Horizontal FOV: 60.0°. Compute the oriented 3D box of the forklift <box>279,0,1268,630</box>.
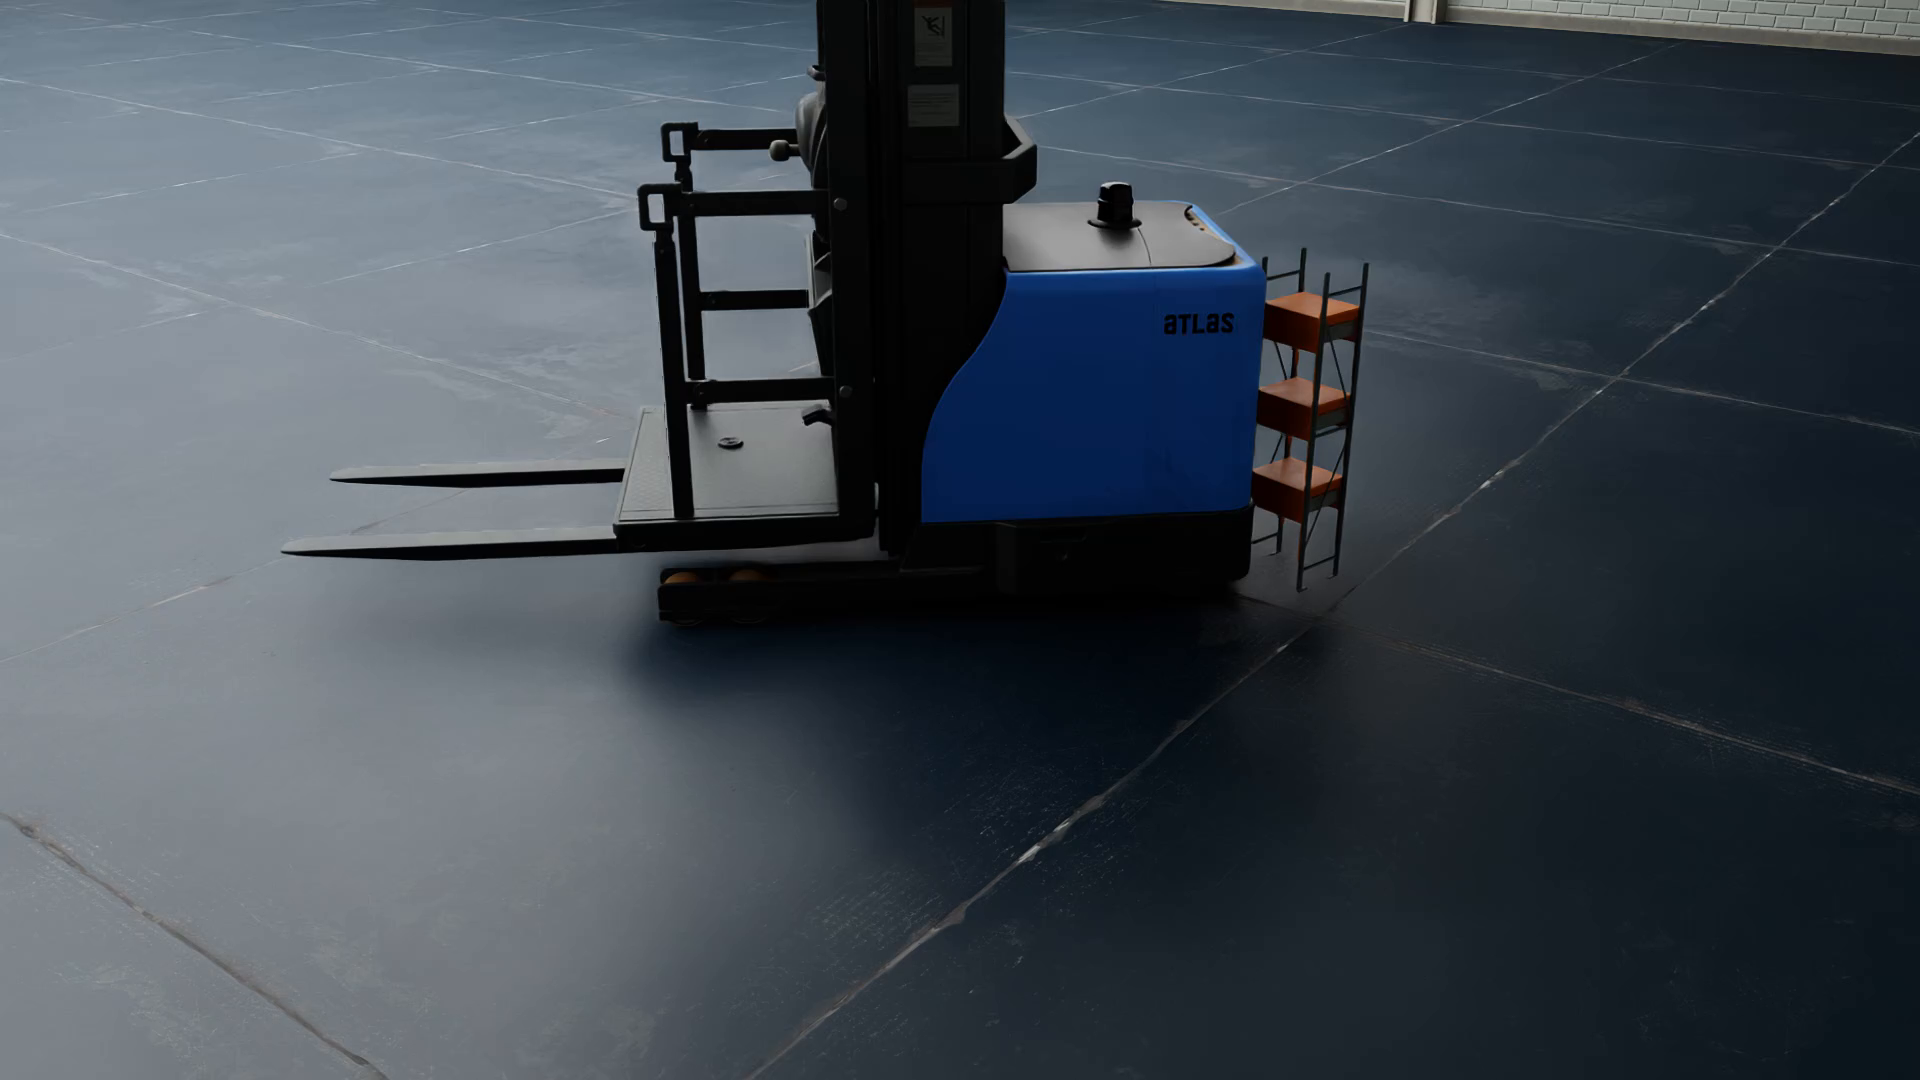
[{"bbox_3d":[-0.617,-1.291,5.045,3.031,2.935,1.130,-3,24,-6],"label":"forklift"}]

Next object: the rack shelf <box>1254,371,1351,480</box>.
[{"bbox_3d":[1.092,-0.369,5.311,0.215,0.259,0.240,-17,29,-33],"label":"rack shelf"}]

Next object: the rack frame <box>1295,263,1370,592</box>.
[{"bbox_3d":[1.165,-0.339,5.218,0.200,1.050,0.008,-17,29,-33],"label":"rack frame"}]

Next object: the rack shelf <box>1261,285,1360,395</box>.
[{"bbox_3d":[1.092,-0.628,5.196,0.215,0.259,0.240,-17,29,-33],"label":"rack shelf"}]

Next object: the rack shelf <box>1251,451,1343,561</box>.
[{"bbox_3d":[1.092,-0.114,5.423,0.215,0.259,0.240,-17,29,-33],"label":"rack shelf"}]

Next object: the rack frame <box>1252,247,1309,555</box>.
[{"bbox_3d":[1.018,-0.418,5.396,0.200,1.050,0.008,-17,29,-33],"label":"rack frame"}]

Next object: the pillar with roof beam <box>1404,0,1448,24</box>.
[{"bbox_3d":[2.921,-8.876,14.734,0.400,9.000,9.100,17,29,33],"label":"pillar with roof beam"}]

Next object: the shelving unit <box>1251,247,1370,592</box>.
[{"bbox_3d":[1.092,-0.378,5.307,0.215,1.050,0.252,-17,29,-33],"label":"shelving unit"}]
